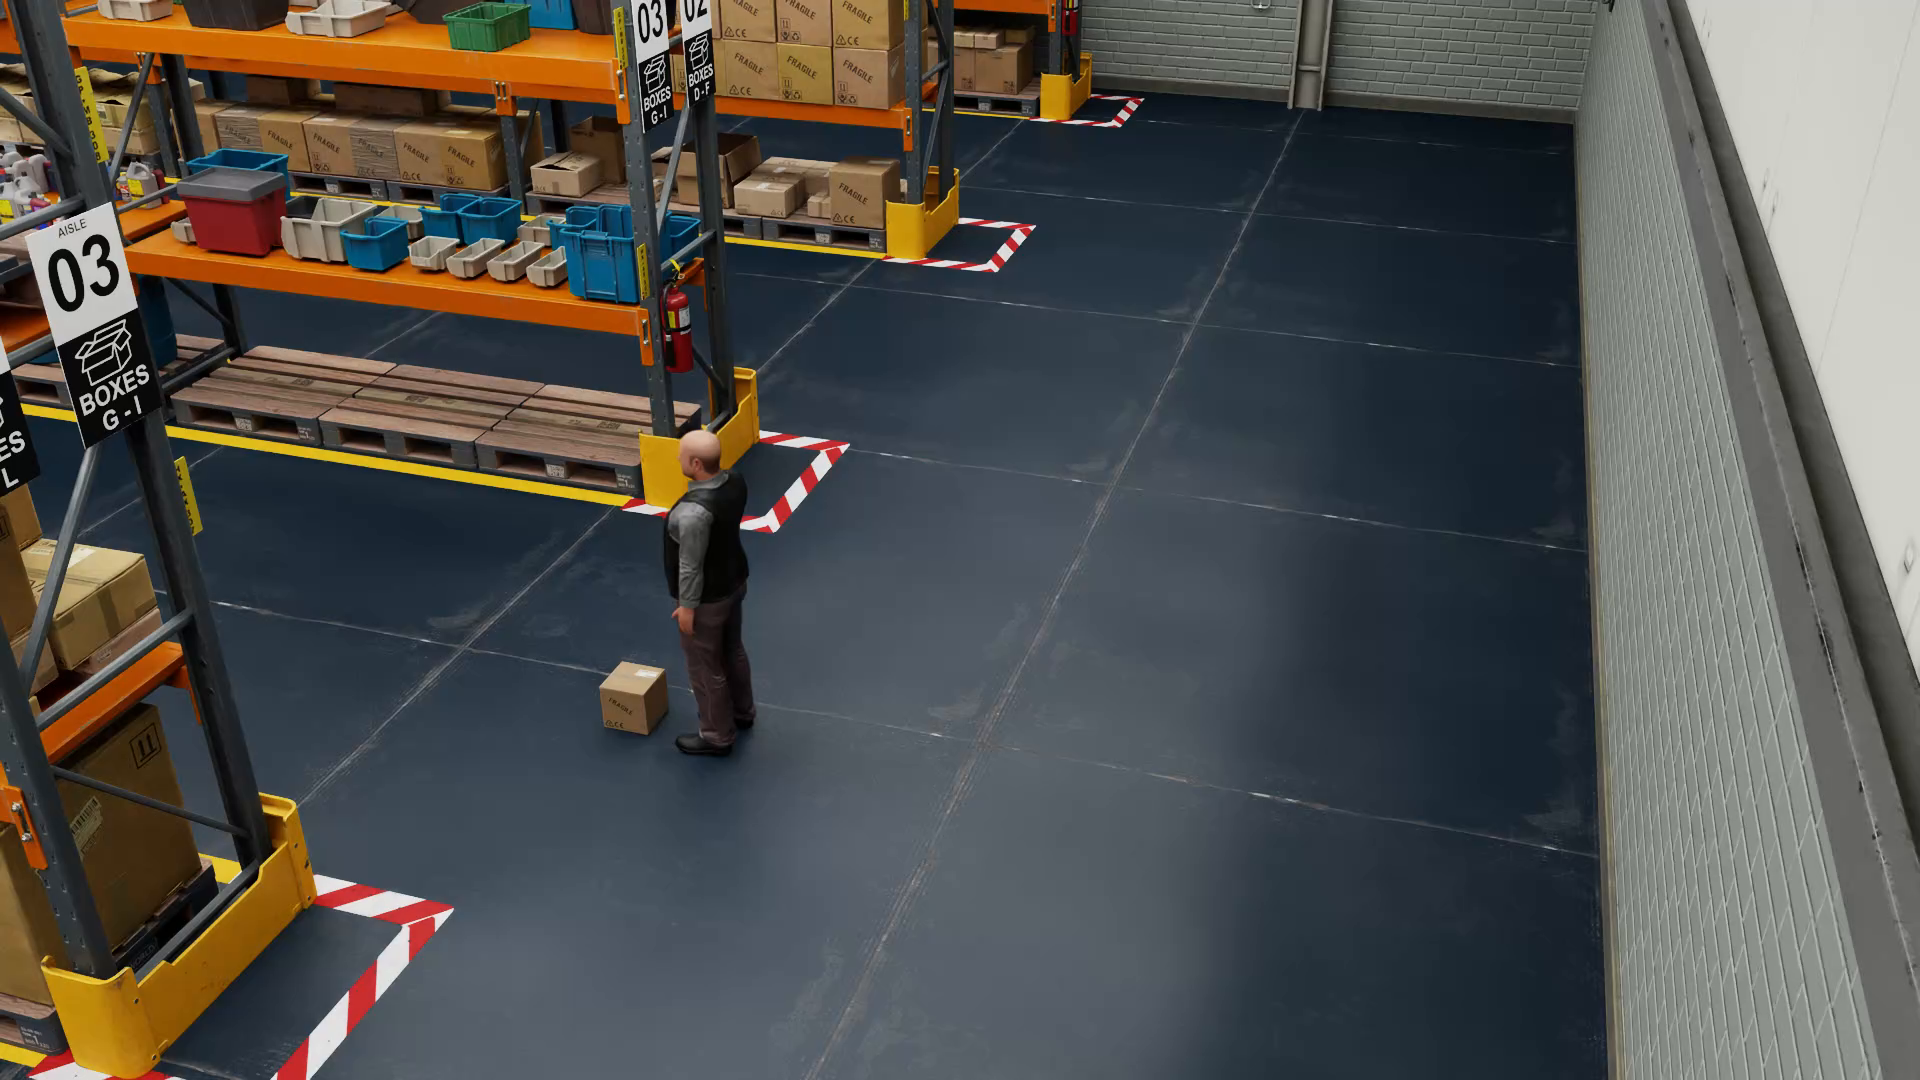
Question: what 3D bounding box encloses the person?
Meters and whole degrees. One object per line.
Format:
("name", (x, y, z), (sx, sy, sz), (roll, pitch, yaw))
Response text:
("person", (-1.227, 0.250, 8.084), (0.361, 1.724, 0.531), (9, 30, 16))
